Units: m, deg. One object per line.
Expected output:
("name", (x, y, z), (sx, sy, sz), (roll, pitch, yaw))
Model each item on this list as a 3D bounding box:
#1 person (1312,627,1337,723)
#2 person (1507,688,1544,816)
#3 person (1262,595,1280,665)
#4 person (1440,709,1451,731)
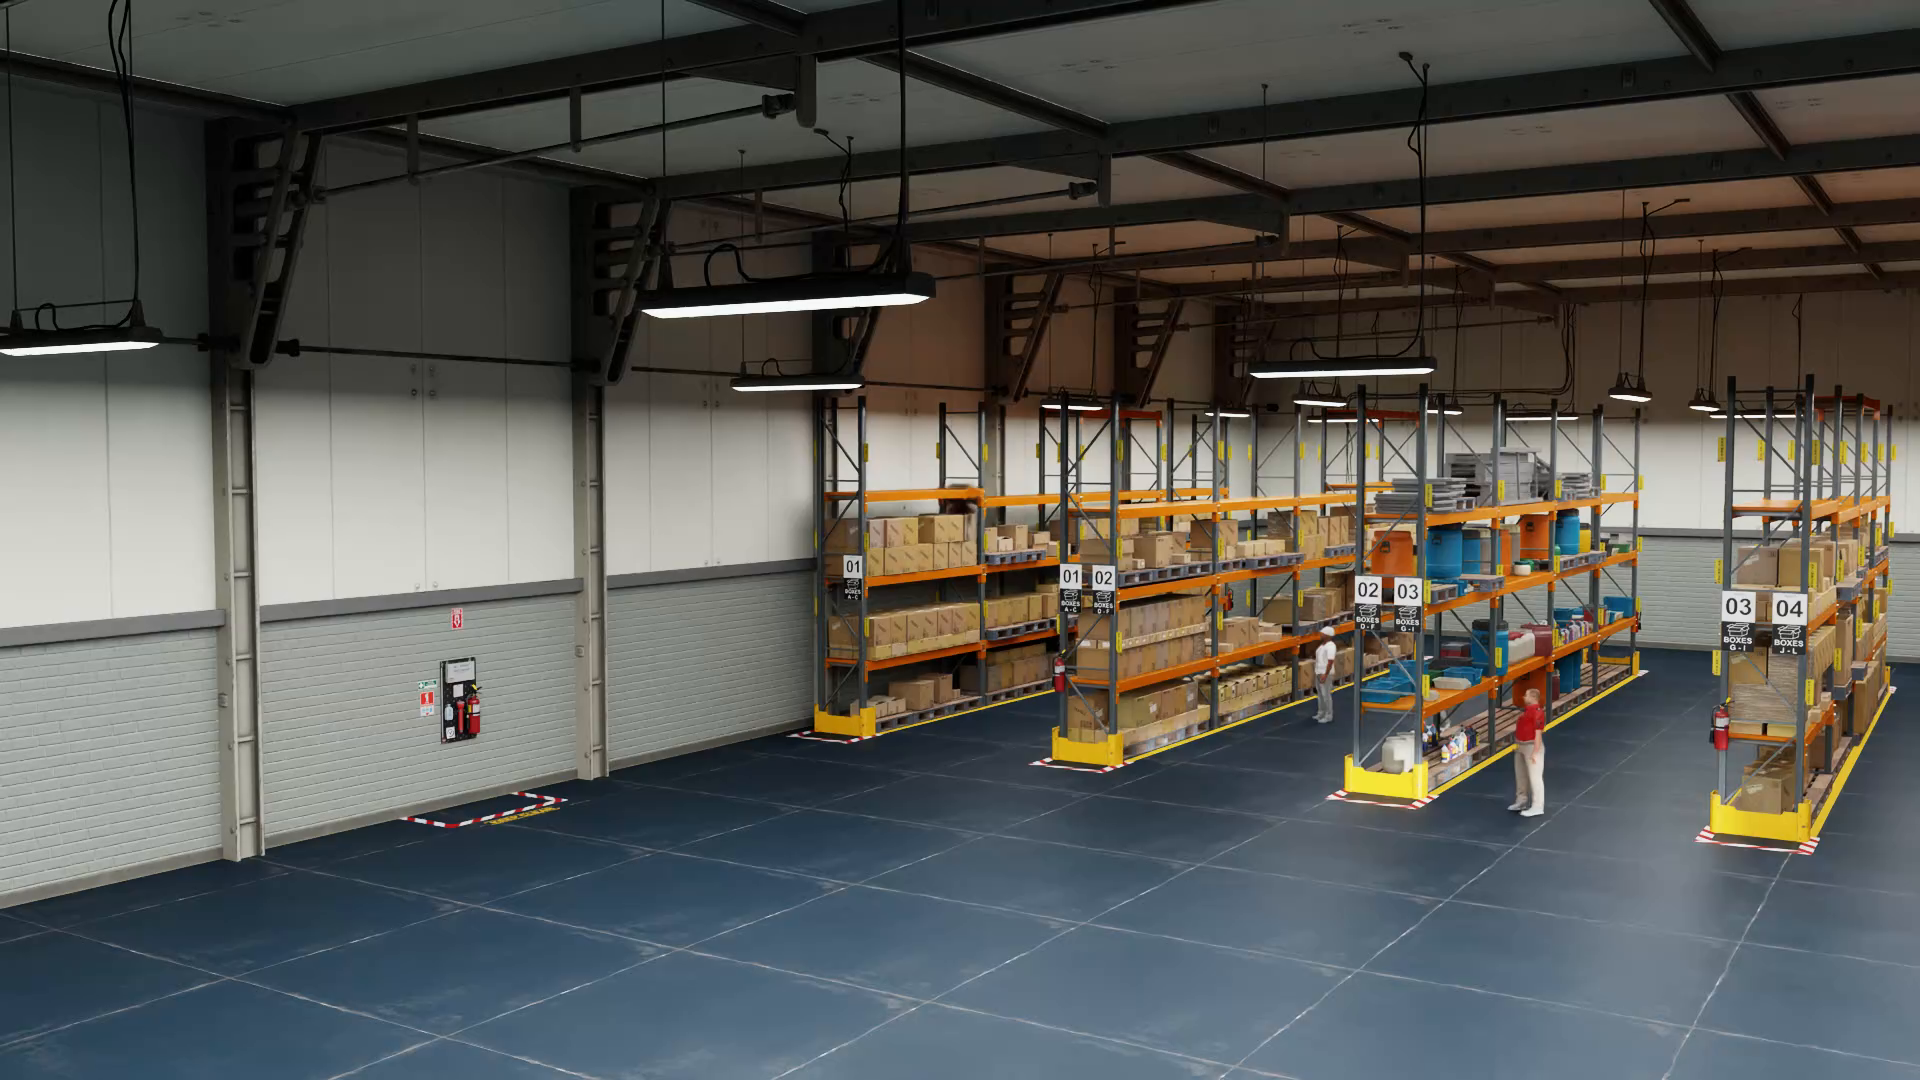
("person", (6.793, 2.502, 31.026), (0.427, 1.778, 0.618), (-1, 3, -17))
("person", (7.875, 2.919, 23.060), (0.407, 1.731, 0.580), (-1, 3, -17))
("person", (7.170, 2.124, 37.851), (0.591, 1.716, 1.125), (2, 3, 31))
("person", (8.646, 2.697, 29.674), (0.442, 1.553, 0.674), (-2, 4, -35))
